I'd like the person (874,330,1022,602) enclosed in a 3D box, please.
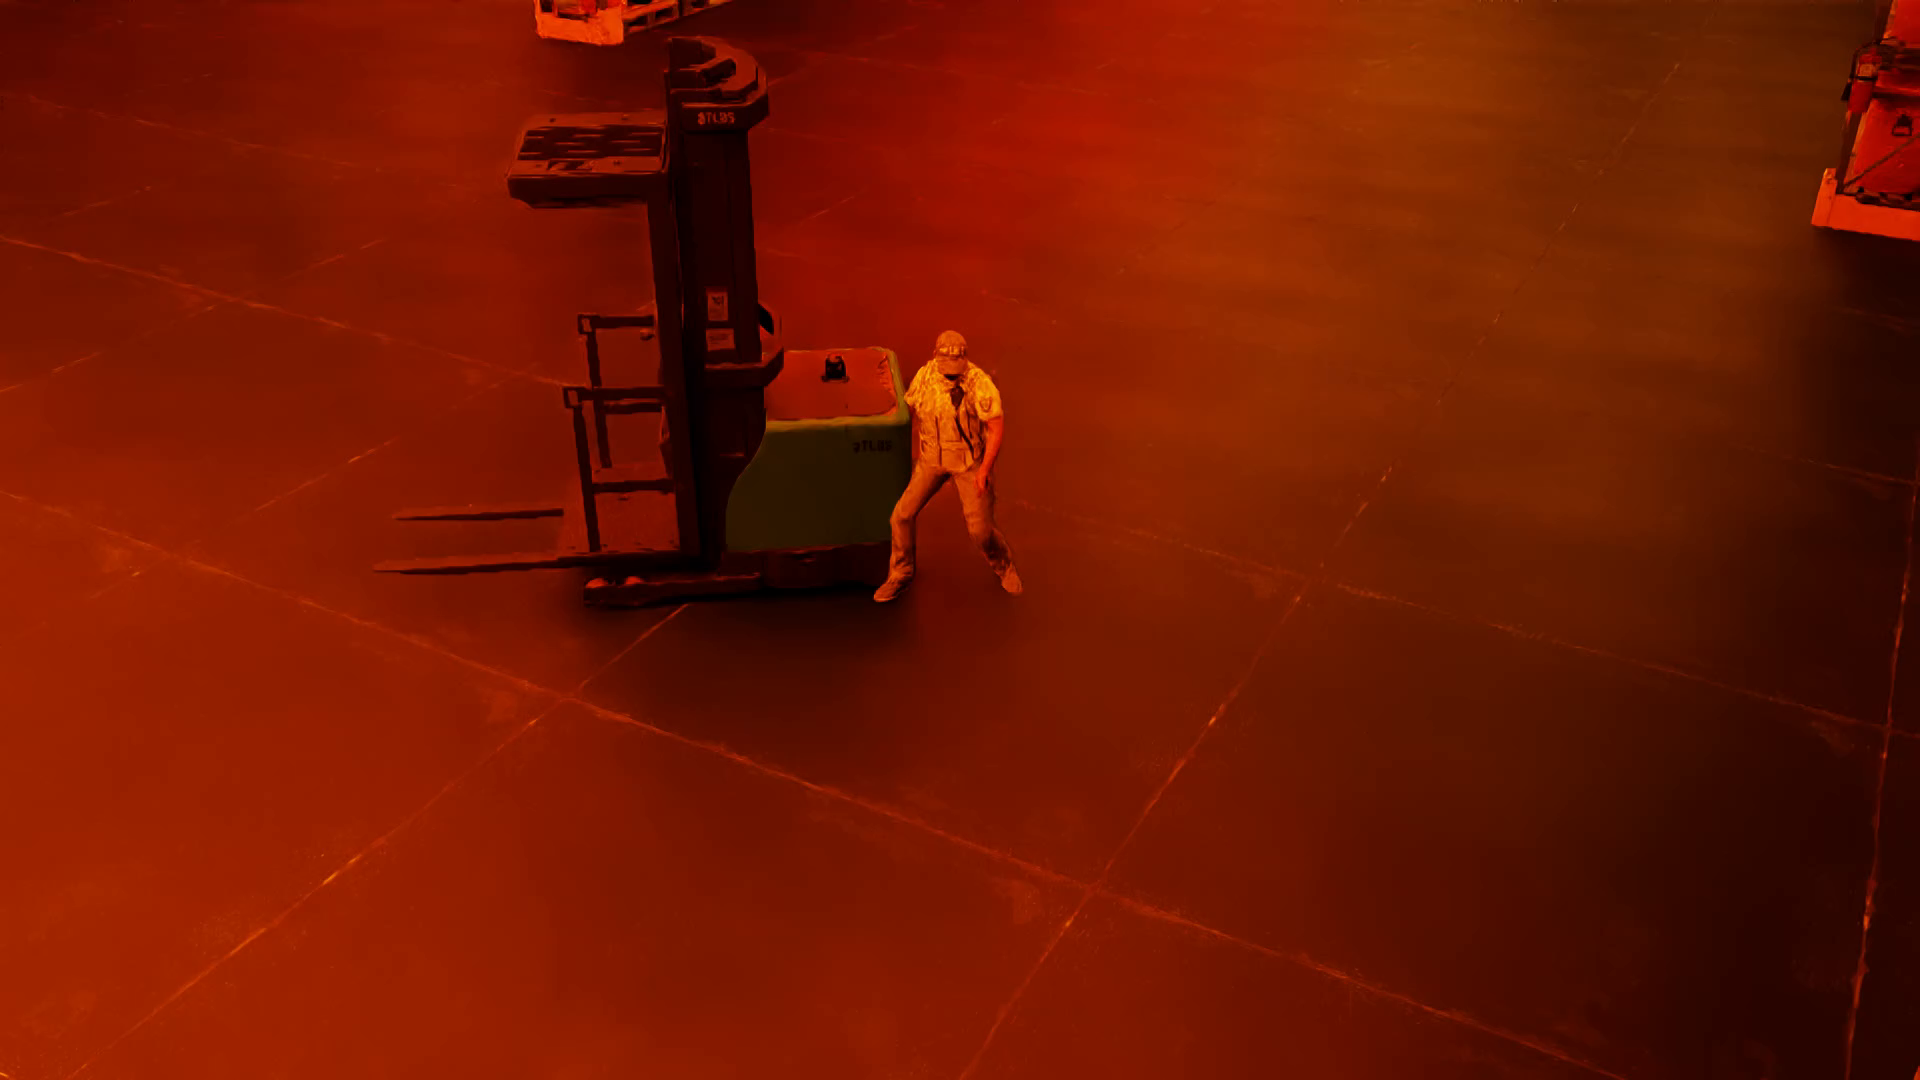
[{"bbox_3d":[-0.083,-0.374,9.149,0.764,1.594,0.775,16,34,25],"label":"person"}]

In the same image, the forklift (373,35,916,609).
[{"bbox_3d":[-1.811,-1.164,9.087,3.031,2.935,1.130,-4,30,-6],"label":"forklift"}]
